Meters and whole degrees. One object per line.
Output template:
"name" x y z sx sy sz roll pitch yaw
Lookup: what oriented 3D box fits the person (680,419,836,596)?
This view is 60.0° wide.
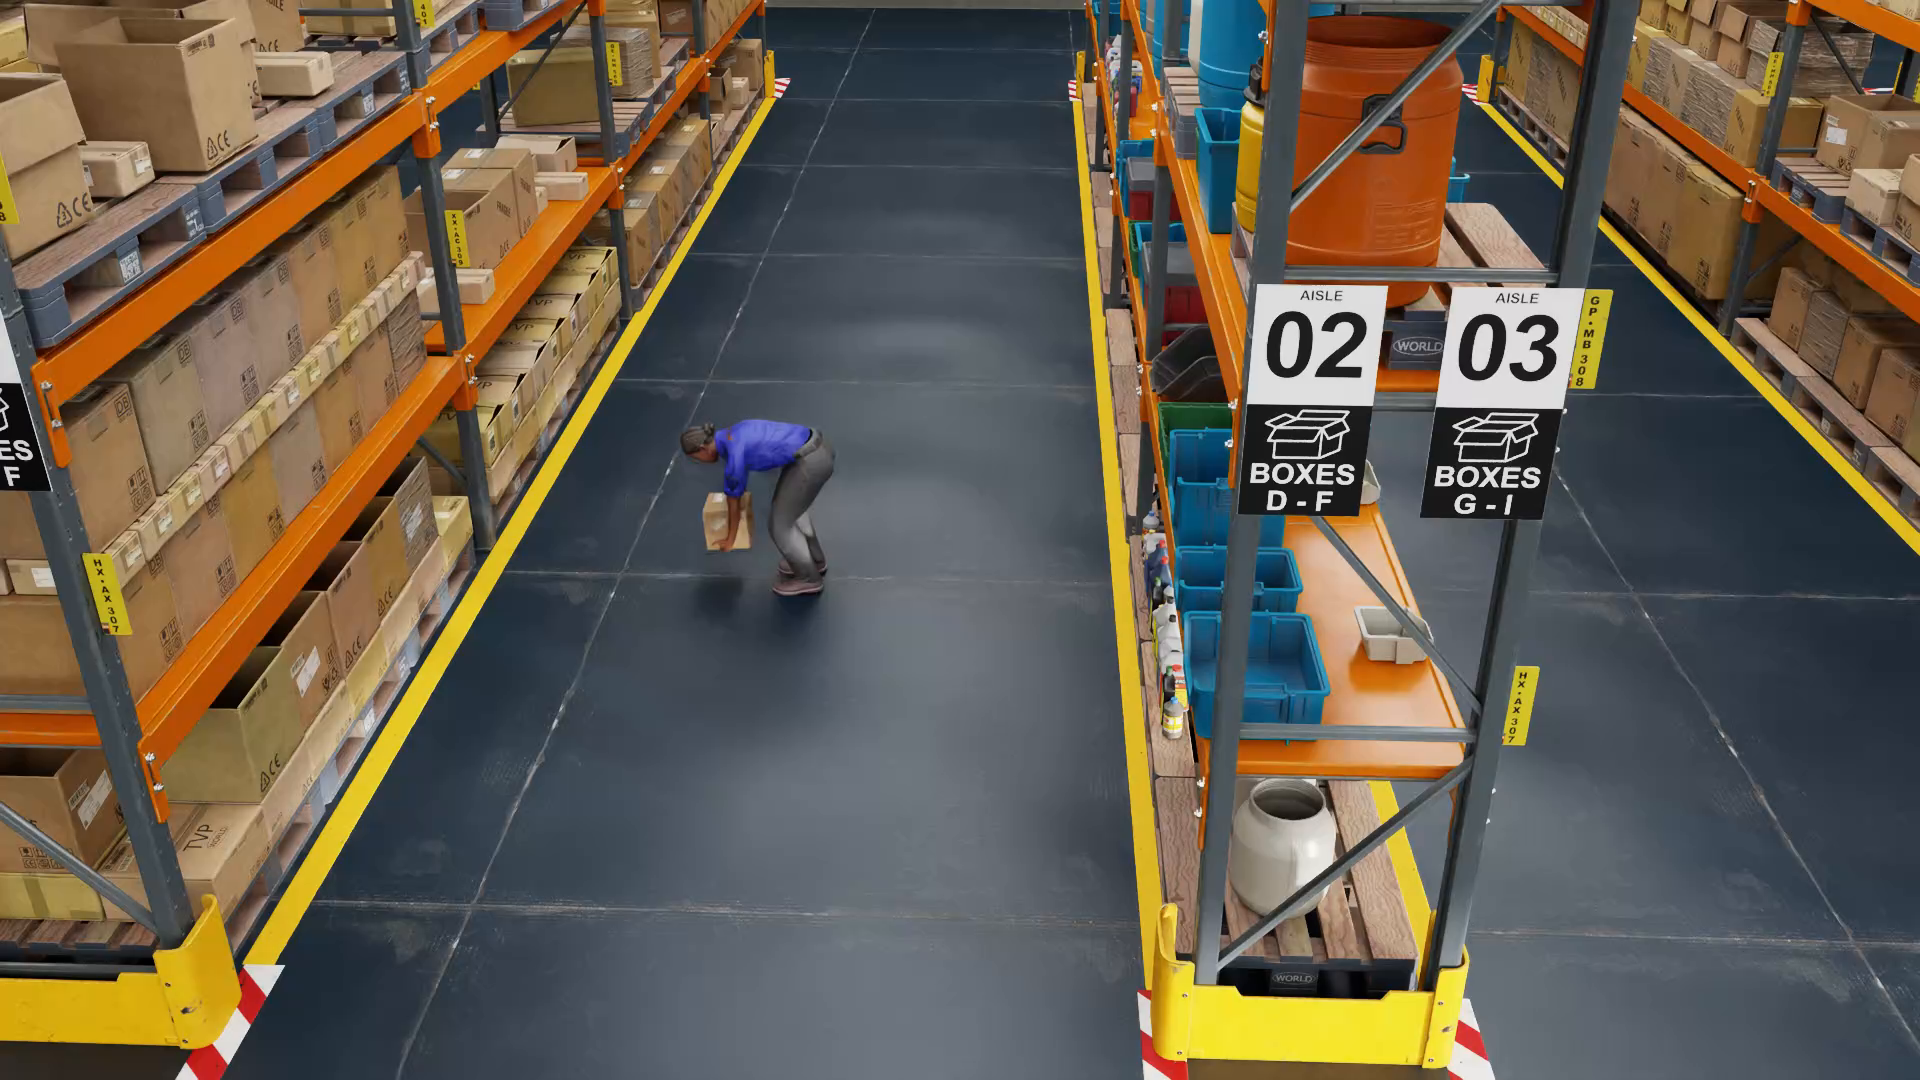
"person" -1.156 -0.210 9.683 0.876 1.038 0.429 0 28 0
